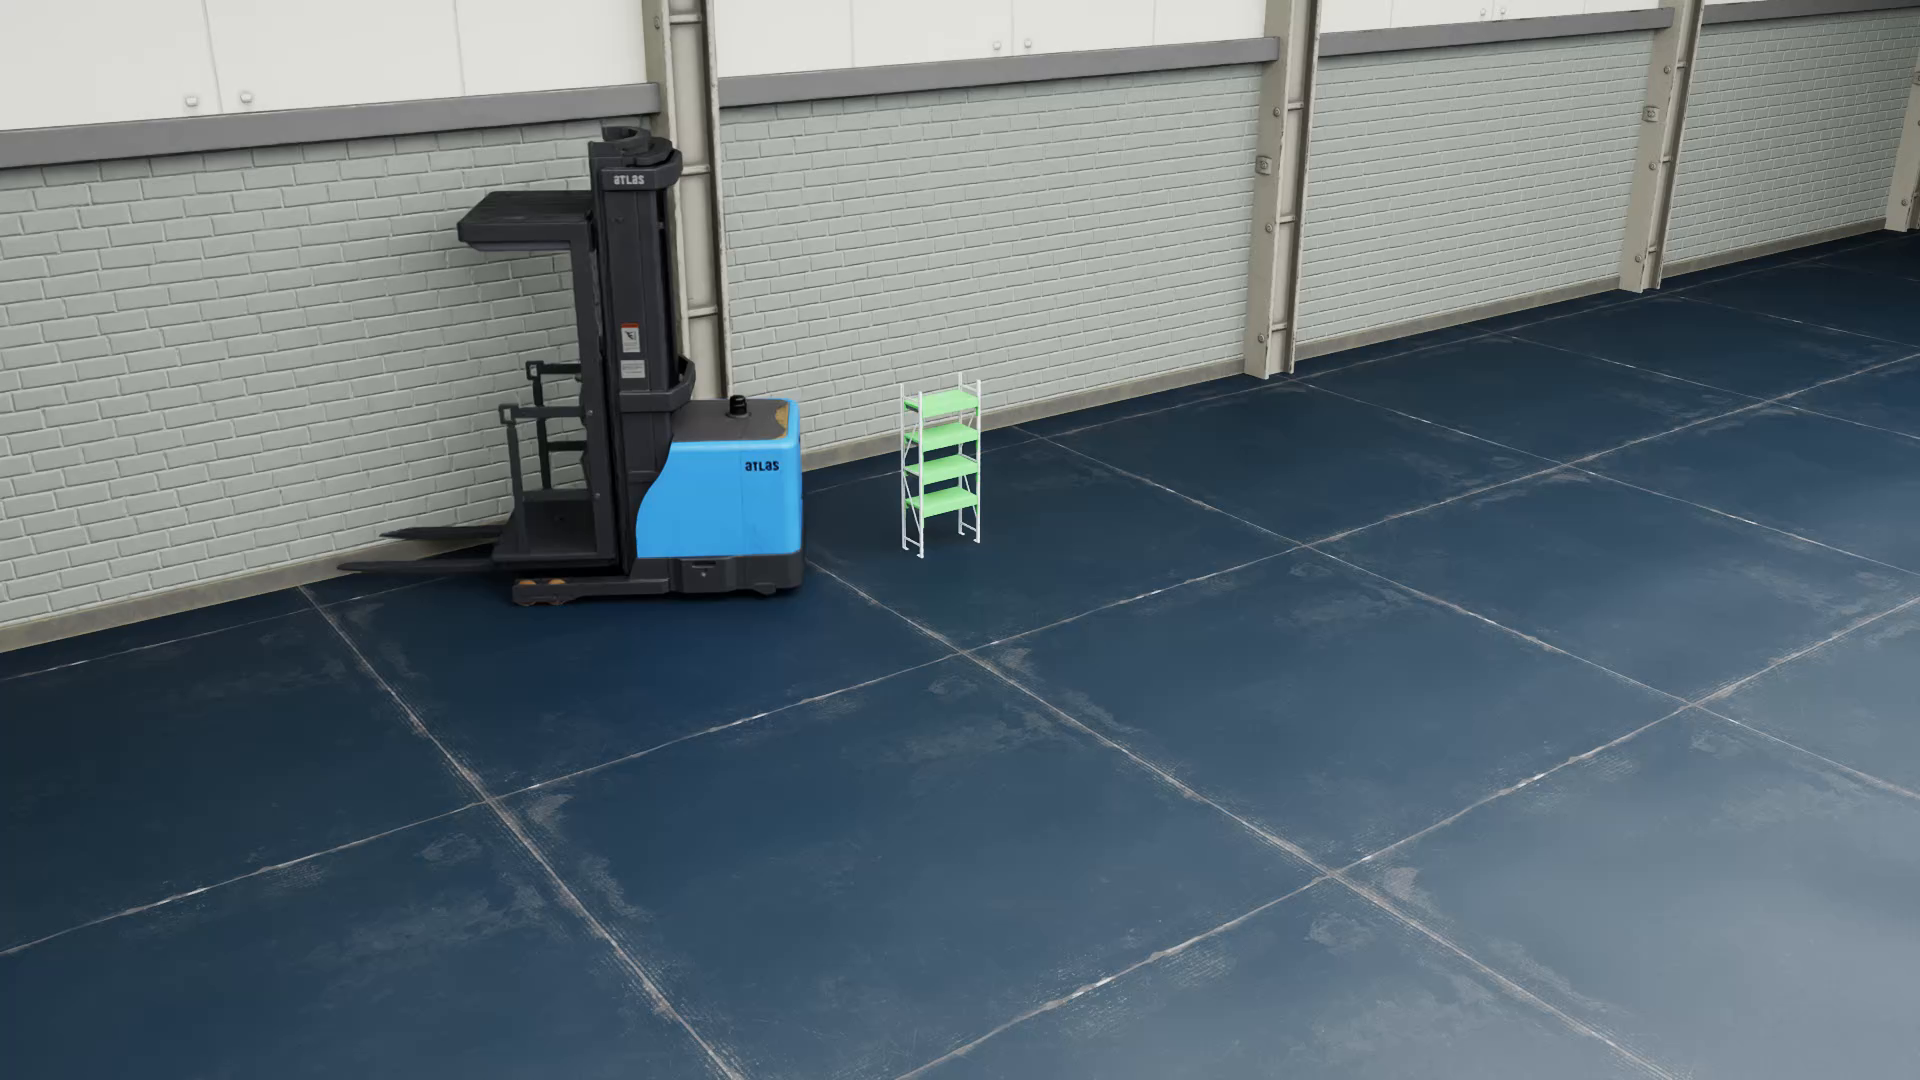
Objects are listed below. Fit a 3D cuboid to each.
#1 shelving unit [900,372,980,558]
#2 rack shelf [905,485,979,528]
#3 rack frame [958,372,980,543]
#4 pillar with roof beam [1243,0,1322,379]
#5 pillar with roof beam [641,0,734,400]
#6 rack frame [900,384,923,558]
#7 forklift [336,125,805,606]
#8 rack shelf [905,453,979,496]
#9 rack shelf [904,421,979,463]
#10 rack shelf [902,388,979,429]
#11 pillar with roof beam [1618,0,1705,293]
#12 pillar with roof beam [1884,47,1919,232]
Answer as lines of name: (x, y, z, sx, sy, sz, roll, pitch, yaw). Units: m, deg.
shelving unit: (-0.134, -0.521, 11.584, 0.503, 1.200, 0.258, -15, 26, -33)
rack shelf: (-0.134, -0.239, 11.697, 0.480, 0.148, 0.258, -15, 26, -33)
rack frame: (0.064, -0.574, 11.717, 0.015, 1.200, 0.240, -15, 26, -33)
pillar with roof beam: (5.461, -4.490, 11.007, 0.400, 9.000, 9.100, -15, 26, -33)
pillar with roof beam: (0.590, -3.191, 7.752, 0.400, 9.000, 9.100, -15, 26, -33)
rack frame: (-0.332, -0.469, 11.452, 0.015, 1.200, 0.240, -15, 26, -33)
forklift: (-2.579, -1.134, 10.783, 3.031, 2.935, 1.130, -2, 22, -4)
rack shelf: (-0.134, -0.462, 11.608, 0.480, 0.148, 0.258, -15, 26, -33)
rack shelf: (-0.134, -0.685, 11.519, 0.480, 0.148, 0.258, -15, 26, -33)
rack shelf: (-0.134, -0.908, 11.430, 0.480, 0.148, 0.258, -15, 26, -33)
pillar with roof beam: (10.331, -5.789, 14.261, 0.400, 9.000, 9.100, -15, 26, -33)
pillar with roof beam: (15.202, -7.088, 17.516, 0.400, 9.000, 9.100, -15, 26, -33)
